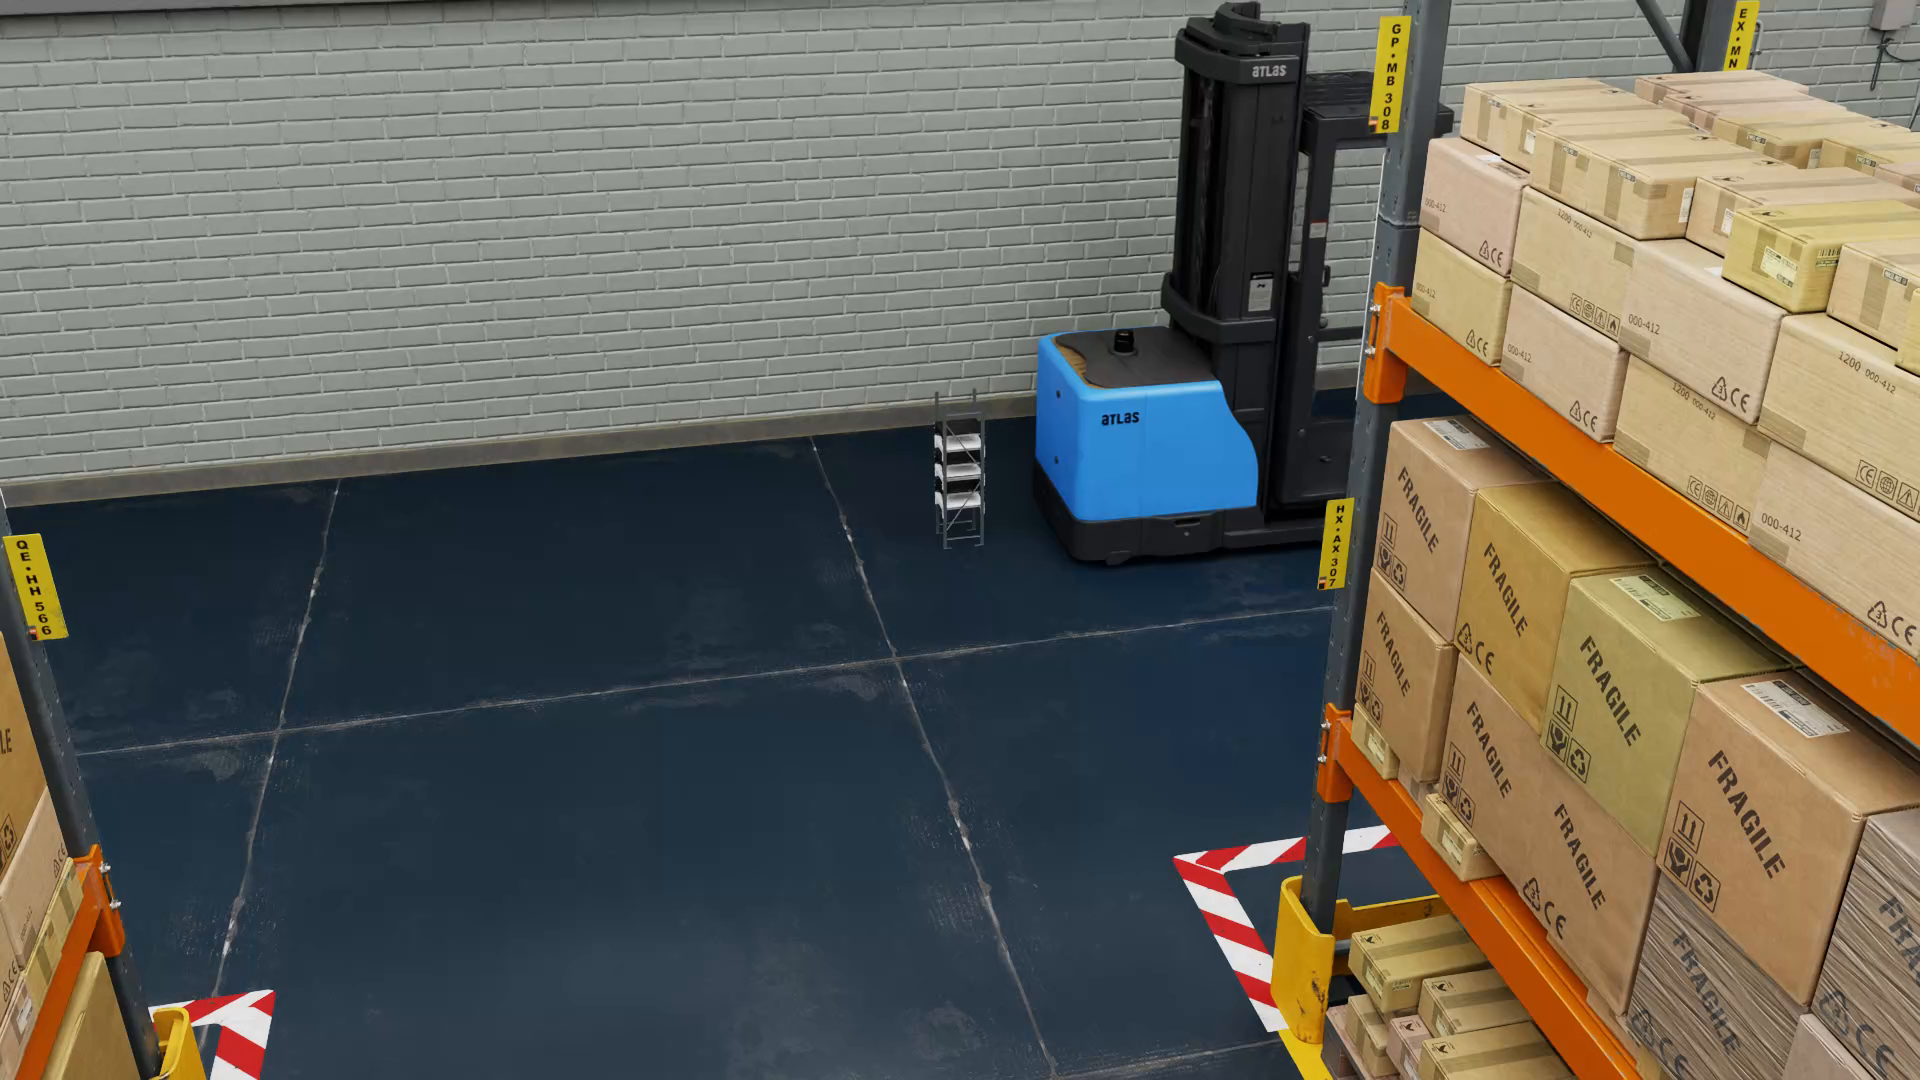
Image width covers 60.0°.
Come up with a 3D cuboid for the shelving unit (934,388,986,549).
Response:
[{"bbox_3d":[-0.002,-0.405,9.554,0.258,0.900,0.210,-6,27,-12],"label":"shelving unit"}]

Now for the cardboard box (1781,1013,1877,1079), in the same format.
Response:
[{"bbox_3d":[2.050,1.294,3.416,0.500,0.500,0.500,-6,27,-12],"label":"cardboard box"}]

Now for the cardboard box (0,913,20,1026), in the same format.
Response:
[{"bbox_3d":[-2.614,1.148,3.983,0.500,0.250,0.500,-6,27,-12],"label":"cardboard box"}]

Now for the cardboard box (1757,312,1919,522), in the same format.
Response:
[{"bbox_3d":[1.942,-0.256,3.212,0.500,0.250,0.500,-7,28,-14],"label":"cardboard box"}]

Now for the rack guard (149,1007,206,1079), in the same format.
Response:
[{"bbox_3d":[-3.101,1.911,5.410,1.175,0.500,0.348,-6,27,-12],"label":"rack guard"}]

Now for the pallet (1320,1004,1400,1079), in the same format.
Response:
[{"bbox_3d":[1.925,1.984,5.584,1.003,0.211,1.213,-6,27,-12],"label":"pallet"}]

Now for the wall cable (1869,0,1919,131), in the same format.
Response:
[{"bbox_3d":[6.645,-3.277,11.786,0.588,1.984,0.122,-6,27,-12],"label":"wall cable"}]

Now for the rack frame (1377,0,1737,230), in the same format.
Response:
[{"bbox_3d":[1.759,-2.332,4.384,1.000,3.000,0.127,-6,27,-12],"label":"rack frame"}]

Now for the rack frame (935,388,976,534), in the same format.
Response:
[{"bbox_3d":[-0.025,-0.450,9.643,0.240,0.900,0.006,-6,27,-12],"label":"rack frame"}]

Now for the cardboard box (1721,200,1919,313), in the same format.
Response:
[{"bbox_3d":[1.822,-0.587,3.425,0.380,0.149,0.250,-5,27,-10],"label":"cardboard box"}]

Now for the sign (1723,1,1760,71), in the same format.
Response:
[{"bbox_3d":[2.305,-1.436,4.955,0.100,0.325,0.005,-6,27,-12],"label":"sign"}]

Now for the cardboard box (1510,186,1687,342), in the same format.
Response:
[{"bbox_3d":[1.724,-0.701,4.093,0.500,0.250,0.500,-6,27,-12],"label":"cardboard box"}]

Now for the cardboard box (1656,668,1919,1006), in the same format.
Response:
[{"bbox_3d":[1.936,0.621,3.640,0.500,0.500,0.500,-7,28,-13],"label":"cardboard box"}]

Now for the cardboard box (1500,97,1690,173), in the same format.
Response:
[{"bbox_3d":[1.651,-1.048,4.338,0.380,0.149,0.250,-5,27,-10],"label":"cardboard box"}]

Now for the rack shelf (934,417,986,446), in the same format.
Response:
[{"bbox_3d":[-0.002,-0.617,9.448,0.258,0.077,0.200,-6,27,-12],"label":"rack shelf"}]

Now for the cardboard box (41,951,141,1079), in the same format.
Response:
[{"bbox_3d":[-2.874,1.839,4.669,0.875,0.875,0.875,-6,27,-12],"label":"cardboard box"}]

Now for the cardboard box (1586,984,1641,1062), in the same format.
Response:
[{"bbox_3d":[1.876,1.197,4.328,0.380,0.149,0.250,-6,27,-13],"label":"cardboard box"}]

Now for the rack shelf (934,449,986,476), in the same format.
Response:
[{"bbox_3d":[-0.002,-0.456,9.529,0.258,0.077,0.200,-6,27,-12],"label":"rack shelf"}]

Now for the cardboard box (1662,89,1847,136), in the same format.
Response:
[{"bbox_3d":[2.102,-1.095,4.431,0.380,0.149,0.250,-6,27,-11],"label":"cardboard box"}]

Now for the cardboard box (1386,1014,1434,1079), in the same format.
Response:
[{"bbox_3d":[1.634,1.680,5.460,0.380,0.149,0.250,-6,27,-12],"label":"cardboard box"}]

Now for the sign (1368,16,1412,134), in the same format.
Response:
[{"bbox_3d":[1.231,-1.328,4.754,0.100,0.325,0.005,-6,27,-12],"label":"sign"}]

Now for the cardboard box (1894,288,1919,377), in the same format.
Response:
[{"bbox_3d":[1.930,-0.355,2.965,0.380,0.149,0.250,-6,27,-12],"label":"cardboard box"}]

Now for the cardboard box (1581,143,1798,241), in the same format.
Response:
[{"bbox_3d":[1.695,-0.815,3.876,0.380,0.149,0.250,-6,27,-11],"label":"cardboard box"}]

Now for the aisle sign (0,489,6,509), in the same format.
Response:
[{"bbox_3d":[-2.820,-0.417,4.363,0.394,0.787,0.004,-6,27,-12],"label":"aisle sign"}]

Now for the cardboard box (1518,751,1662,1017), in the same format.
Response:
[{"bbox_3d":[1.835,0.842,4.311,0.500,0.500,0.500,-6,27,-11],"label":"cardboard box"}]

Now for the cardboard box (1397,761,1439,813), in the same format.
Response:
[{"bbox_3d":[1.611,0.741,5.232,0.380,0.149,0.250,-5,27,-10],"label":"cardboard box"}]

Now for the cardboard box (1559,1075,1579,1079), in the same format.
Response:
[{"bbox_3d":[1.794,1.763,4.966,0.380,0.149,0.250,-7,28,-14],"label":"cardboard box"}]

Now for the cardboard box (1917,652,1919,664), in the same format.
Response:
[{"bbox_3d":[2.071,0.198,2.865,0.500,0.250,0.500,-6,27,-12],"label":"cardboard box"}]

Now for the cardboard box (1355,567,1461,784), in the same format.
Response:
[{"bbox_3d":[1.591,0.394,5.200,0.500,0.500,0.500,-5,27,-9],"label":"cardboard box"}]

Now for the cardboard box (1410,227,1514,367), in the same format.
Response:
[{"bbox_3d":[1.612,-0.703,4.652,0.500,0.250,0.500,-5,27,-10],"label":"cardboard box"}]

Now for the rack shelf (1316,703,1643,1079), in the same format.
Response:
[{"bbox_3d":[2.210,1.545,4.158,1.077,0.370,4.000,-6,27,-12],"label":"rack shelf"}]

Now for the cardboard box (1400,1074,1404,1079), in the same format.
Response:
[{"bbox_3d":[1.704,1.800,5.552,0.380,0.149,0.250,-6,27,-12],"label":"cardboard box"}]

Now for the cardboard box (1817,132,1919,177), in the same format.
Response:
[{"bbox_3d":[2.304,-0.875,3.996,0.380,0.149,0.250,-6,27,-11],"label":"cardboard box"}]

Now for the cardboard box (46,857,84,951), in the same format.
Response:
[{"bbox_3d":[-2.695,1.040,4.639,0.380,0.149,0.250,-5,27,-11],"label":"cardboard box"}]

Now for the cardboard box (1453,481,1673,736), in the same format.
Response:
[{"bbox_3d":[1.722,0.167,4.539,0.500,0.500,0.500,-5,27,-10],"label":"cardboard box"}]

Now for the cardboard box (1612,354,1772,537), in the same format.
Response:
[{"bbox_3d":[1.855,-0.247,3.747,0.500,0.250,0.500,-7,28,-13],"label":"cardboard box"}]

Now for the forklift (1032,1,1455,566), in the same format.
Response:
[{"bbox_3d":[2.015,-1.494,9.457,3.031,2.935,1.130,-6,27,-11],"label":"forklift"}]

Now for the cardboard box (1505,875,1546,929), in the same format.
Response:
[{"bbox_3d":[1.811,0.965,4.789,0.380,0.149,0.250,-5,27,-9],"label":"cardboard box"}]

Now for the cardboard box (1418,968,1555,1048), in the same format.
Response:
[{"bbox_3d":[1.726,1.539,5.410,0.380,0.149,0.250,-5,27,-11],"label":"cardboard box"}]

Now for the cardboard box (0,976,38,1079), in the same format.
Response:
[{"bbox_3d":[-2.579,1.265,4.193,0.380,0.149,0.250,-6,27,-11],"label":"cardboard box"}]

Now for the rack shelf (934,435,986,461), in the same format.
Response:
[{"bbox_3d":[-0.002,-0.536,9.488,0.258,0.077,0.200,-6,27,-12],"label":"rack shelf"}]
